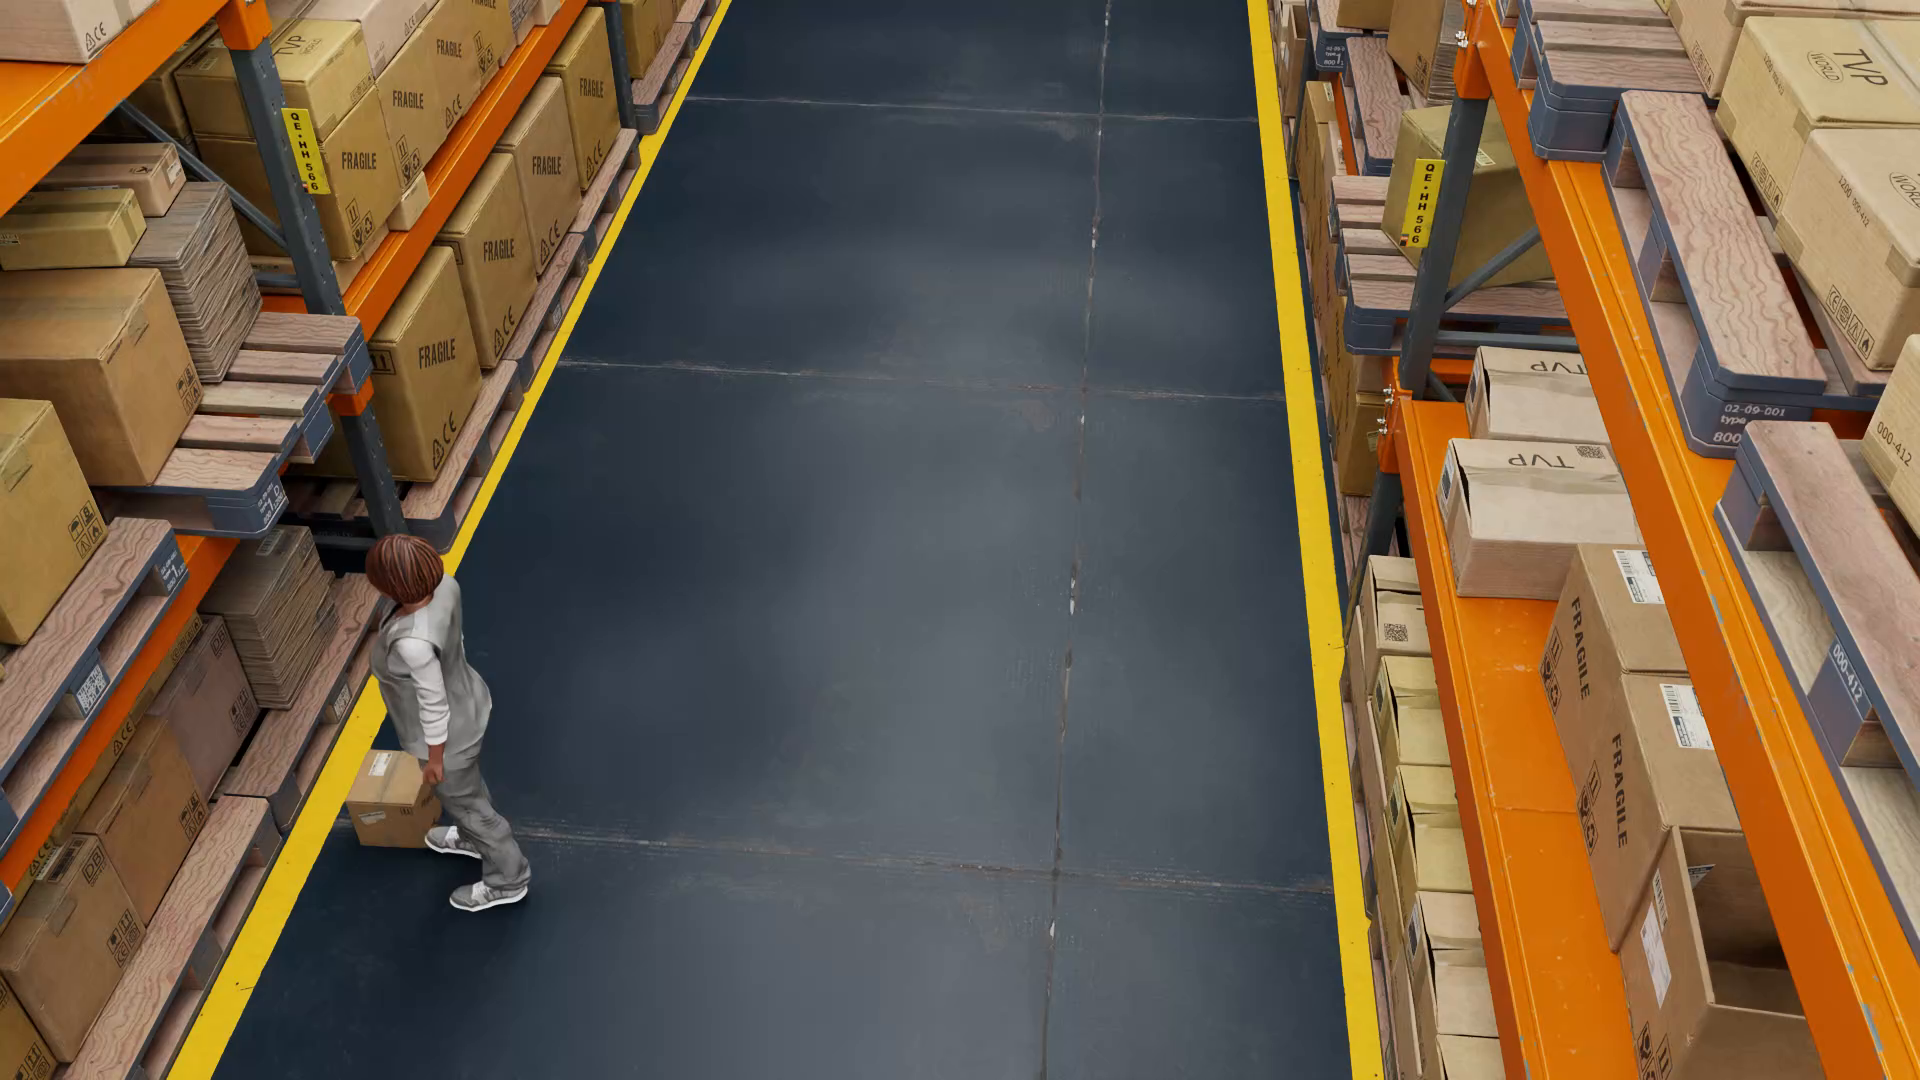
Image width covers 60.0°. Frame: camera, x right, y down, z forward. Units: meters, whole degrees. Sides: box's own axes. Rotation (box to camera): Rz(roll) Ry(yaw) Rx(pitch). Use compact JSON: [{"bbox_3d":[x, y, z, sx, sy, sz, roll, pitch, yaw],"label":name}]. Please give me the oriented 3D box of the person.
[{"bbox_3d":[-1.719,0.602,5.459,0.377,1.600,0.411,-2,41,-2],"label":"person"}]
